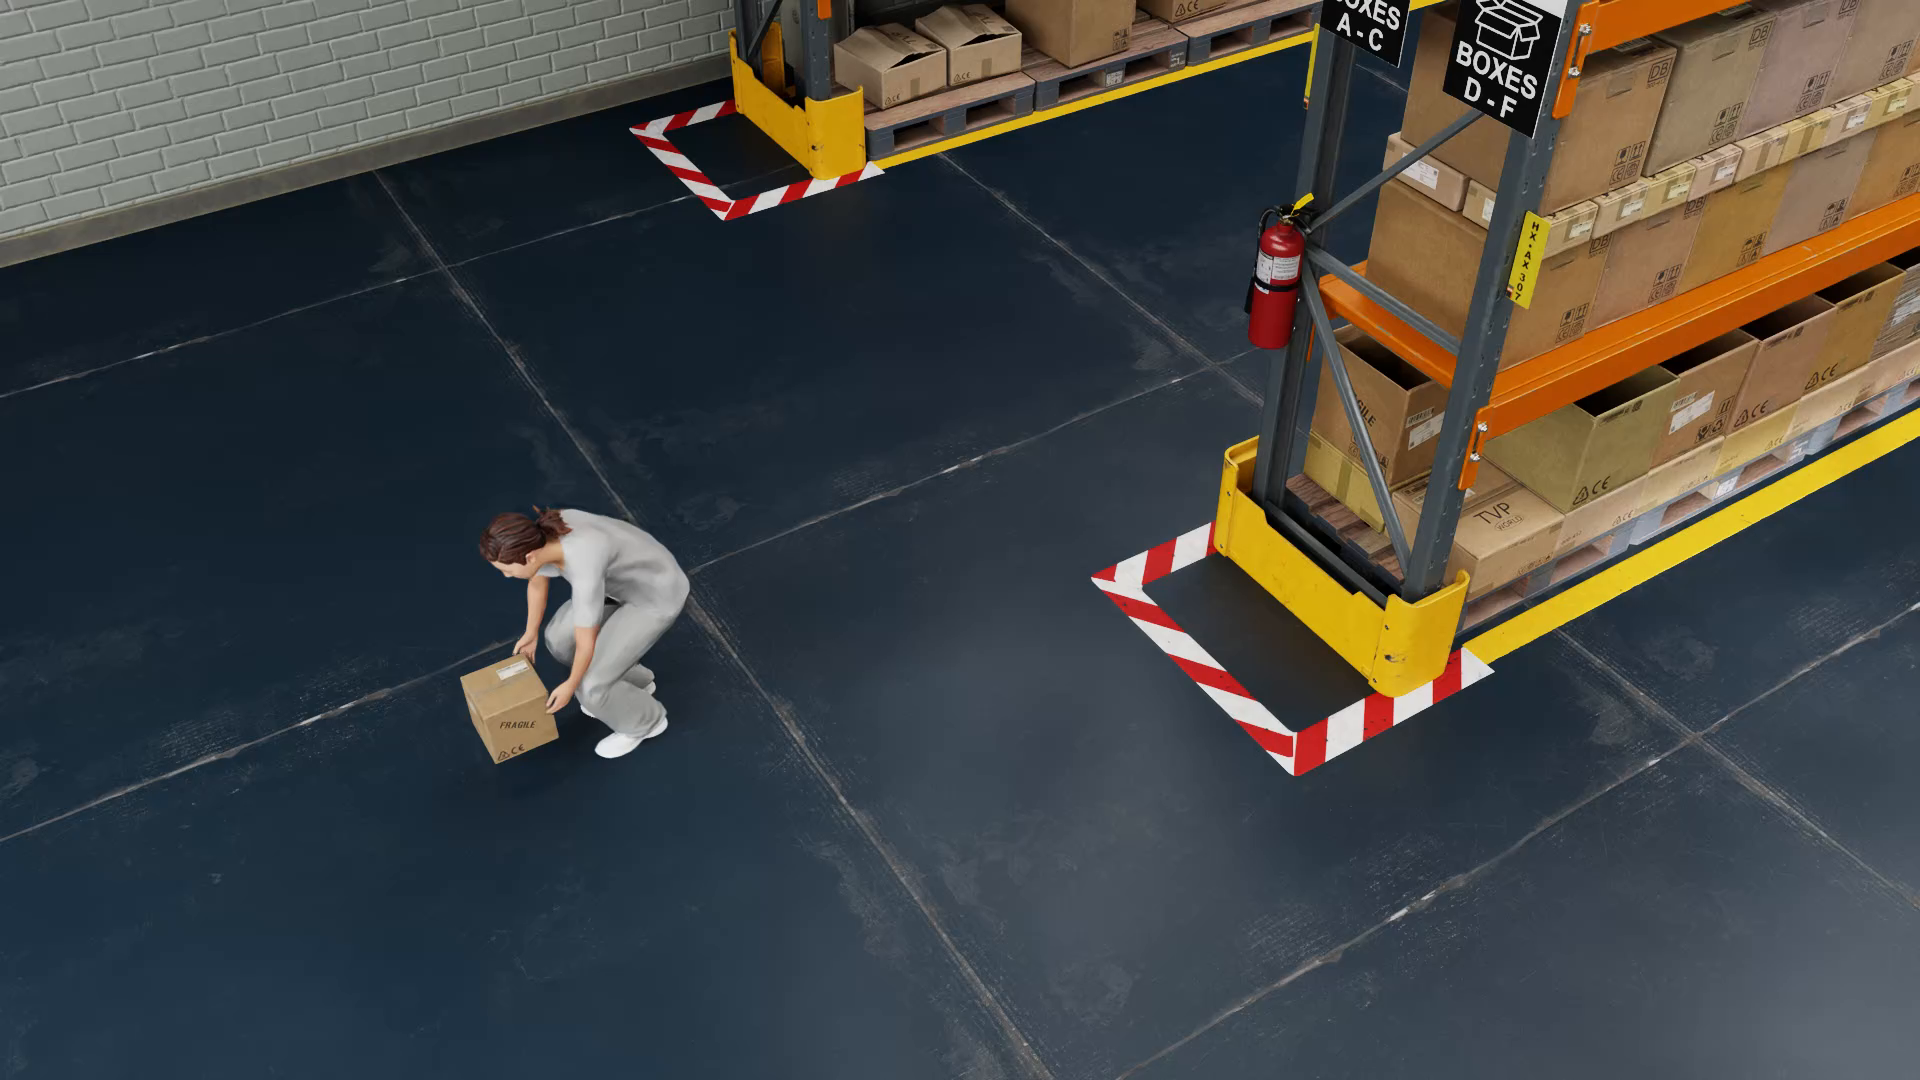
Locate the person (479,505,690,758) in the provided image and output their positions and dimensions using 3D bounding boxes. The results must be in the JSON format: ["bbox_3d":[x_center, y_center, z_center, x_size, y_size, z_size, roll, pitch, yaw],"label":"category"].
[{"bbox_3d":[-1.343,0.293,6.171,0.716,1.221,0.496,-23,46,-24],"label":"person"}]
